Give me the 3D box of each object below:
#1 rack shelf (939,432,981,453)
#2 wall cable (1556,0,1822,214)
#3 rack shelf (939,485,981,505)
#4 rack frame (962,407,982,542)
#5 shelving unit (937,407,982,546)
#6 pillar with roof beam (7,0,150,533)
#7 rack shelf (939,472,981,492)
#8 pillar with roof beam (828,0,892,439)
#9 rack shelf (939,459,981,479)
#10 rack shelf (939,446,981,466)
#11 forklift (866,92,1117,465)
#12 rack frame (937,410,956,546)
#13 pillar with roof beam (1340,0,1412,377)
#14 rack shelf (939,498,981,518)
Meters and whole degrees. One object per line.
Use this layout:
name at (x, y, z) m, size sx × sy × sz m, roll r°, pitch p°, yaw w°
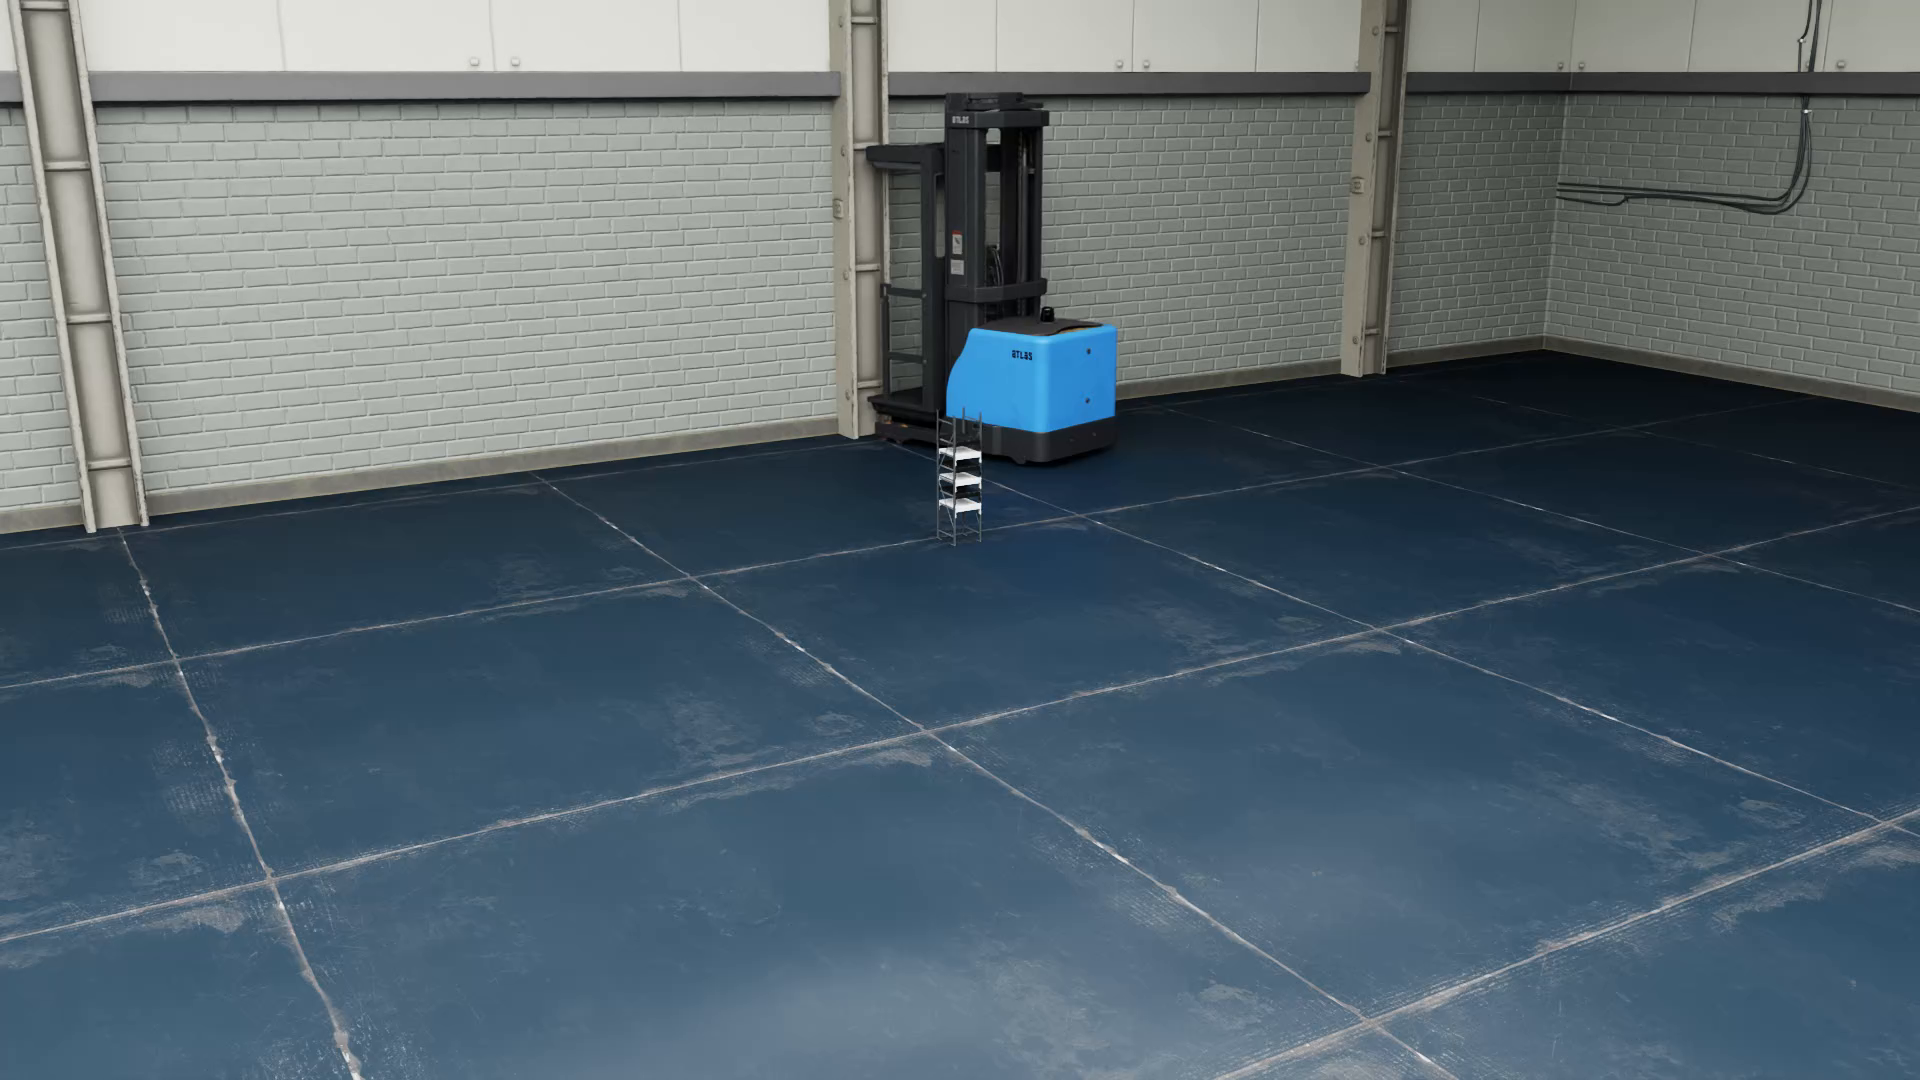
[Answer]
rack shelf at (-0.007, -0.660, 11.220) m, size 0.200 × 0.077 × 0.258 m, roll -9°, pitch 18°, yaw -30°
wall cable at (7.502, -4.722, 17.337) m, size 0.112 × 2.526 × 3.097 m, roll -9°, pitch 18°, yaw -30°
rack shelf at (-0.007, -0.313, 11.318) m, size 0.200 × 0.077 × 0.258 m, roll -9°, pitch 18°, yaw -30°
rack frame at (0.080, -0.446, 11.335) m, size 0.006 × 0.900 × 0.240 m, roll -9°, pitch 18°, yaw -30°
shelving unit at (-0.007, -0.432, 11.284) m, size 0.210 × 0.900 × 0.258 m, roll -9°, pitch 18°, yaw -30°
pillar with roof beam at (-3.773, -3.450, 7.045) m, size 0.400 × 9.000 × 9.100 m, roll -9°, pitch 18°, yaw -30°
rack shelf at (-0.007, -0.400, 11.293) m, size 0.200 × 0.077 × 0.258 m, roll -9°, pitch 18°, yaw -30°
pillar with roof beam at (1.370, -4.284, 10.020) m, size 0.400 × 9.000 × 9.100 m, roll -9°, pitch 18°, yaw -30°
rack shelf at (-0.007, -0.487, 11.269) m, size 0.200 × 0.077 × 0.258 m, roll -9°, pitch 18°, yaw -30°
rack shelf at (-0.007, -0.573, 11.245) m, size 0.200 × 0.077 × 0.258 m, roll -9°, pitch 18°, yaw -30°
forklift at (-0.104, -2.337, 14.318) m, size 3.031 × 2.935 × 1.130 m, roll 14°, pitch 21°, yaw 41°
rack frame at (-0.094, -0.418, 11.234) m, size 0.006 × 0.900 × 0.240 m, roll -9°, pitch 18°, yaw -30°
pillar with roof beam at (6.513, -5.118, 12.995) m, size 0.400 × 9.000 × 9.100 m, roll -9°, pitch 18°, yaw -30°
rack shelf at (-0.007, -0.227, 11.342) m, size 0.200 × 0.077 × 0.258 m, roll -9°, pitch 18°, yaw -30°
